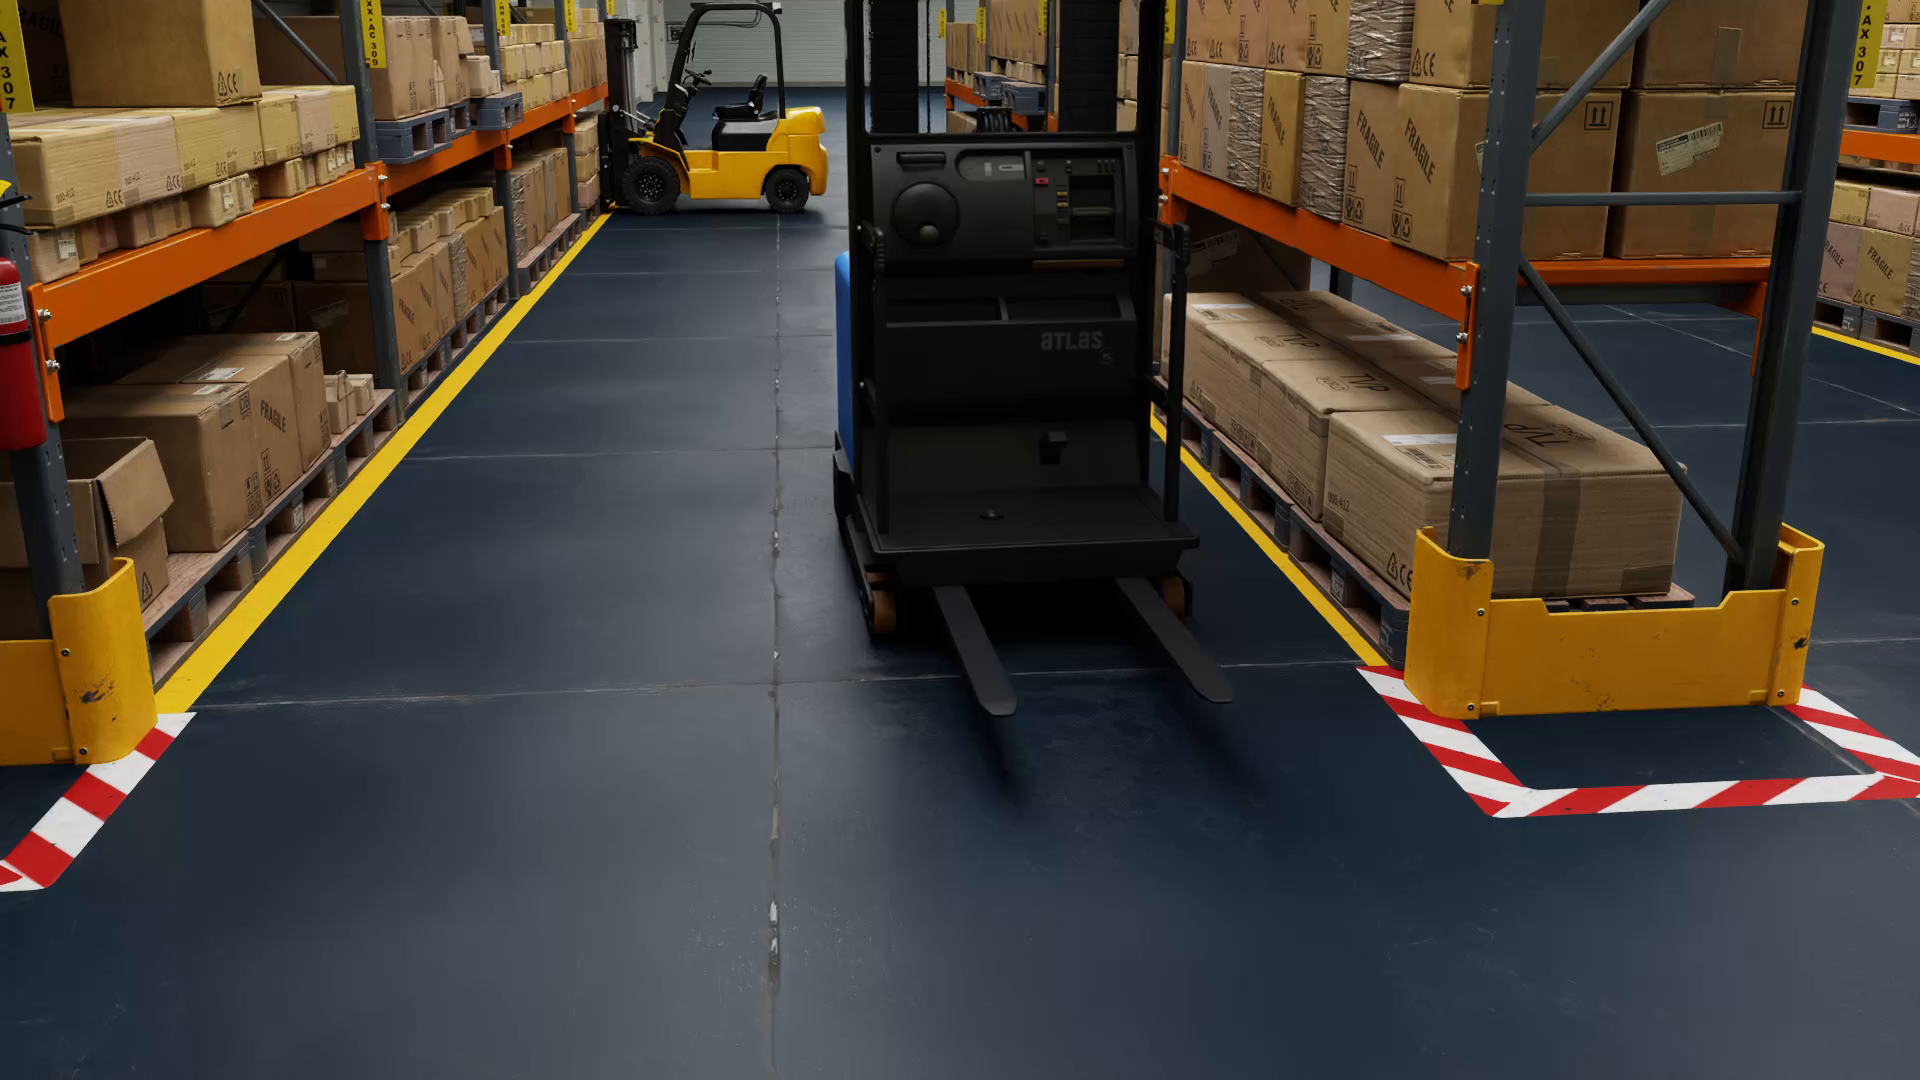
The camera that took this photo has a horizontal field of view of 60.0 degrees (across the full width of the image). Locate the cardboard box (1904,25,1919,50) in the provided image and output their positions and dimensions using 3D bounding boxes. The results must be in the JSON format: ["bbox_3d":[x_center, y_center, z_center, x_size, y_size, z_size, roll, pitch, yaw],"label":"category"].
[{"bbox_3d":[6.150,-3.130,10.363,0.380,0.149,0.250,-2,18,-7],"label":"cardboard box"}]

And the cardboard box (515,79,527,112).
[{"bbox_3d":[-3.624,-3.416,12.799,0.500,0.250,0.500,-2,18,-7],"label":"cardboard box"}]

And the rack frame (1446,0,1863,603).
[{"bbox_3d":[1.987,-0.968,4.754,1.000,3.000,0.127,-2,18,-6],"label":"rack frame"}]

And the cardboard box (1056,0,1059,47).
[{"bbox_3d":[0.970,-3.722,11.689,0.500,0.500,0.500,-2,18,-7],"label":"cardboard box"}]

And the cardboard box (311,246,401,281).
[{"bbox_3d":[-3.135,-1.438,8.639,0.380,0.149,0.250,-1,17,-3],"label":"cardboard box"}]

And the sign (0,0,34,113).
[{"bbox_3d":[-2.410,-1.244,4.186,0.100,0.325,0.005,-2,18,-6],"label":"sign"}]

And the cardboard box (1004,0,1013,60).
[{"bbox_3d":[0.666,-4.335,14.114,0.500,0.500,0.500,-2,18,-8],"label":"cardboard box"}]

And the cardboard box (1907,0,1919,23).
[{"bbox_3d":[10.286,-5.642,17.308,0.500,0.500,0.500,-2,18,-6],"label":"cardboard box"}]

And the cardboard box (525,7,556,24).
[{"bbox_3d":[-3.925,-4.992,15.825,0.380,0.149,0.250,-1,17,-5],"label":"cardboard box"}]

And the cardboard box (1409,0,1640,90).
[{"bbox_3d":[1.701,-1.629,5.023,0.500,0.500,0.500,-1,17,-4],"label":"cardboard box"}]

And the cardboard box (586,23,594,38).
[{"bbox_3d":[-4.129,-5.462,17.817,0.380,0.149,0.250,-2,18,-5],"label":"cardboard box"}]

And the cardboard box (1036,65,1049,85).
[{"bbox_3d":[0.795,-3.600,12.856,0.380,0.149,0.250,-2,17,-5],"label":"cardboard box"}]

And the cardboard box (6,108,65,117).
[{"bbox_3d":[-3.359,-1.314,5.610,0.500,0.250,0.500,-1,17,-4],"label":"cardboard box"}]

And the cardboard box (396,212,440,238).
[{"bbox_3d":[-3.388,-1.905,10.125,0.380,0.149,0.250,-2,18,-5],"label":"cardboard box"}]

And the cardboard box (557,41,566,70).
[{"bbox_3d":[-3.882,-4.418,15.157,0.500,0.250,0.500,-2,18,-7],"label":"cardboard box"}]

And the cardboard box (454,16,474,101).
[{"bbox_3d":[-3.423,-2.966,10.245,0.797,0.503,0.637,-2,18,-7],"label":"cardboard box"}]

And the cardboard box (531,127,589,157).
[{"bbox_3d":[-3.925,-3.908,16.339,0.500,0.250,0.500,-2,18,-6],"label":"cardboard box"}]

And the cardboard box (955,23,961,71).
[{"bbox_3d":[0.220,-5.469,18.427,0.500,0.500,0.500,-2,18,-7],"label":"cardboard box"}]

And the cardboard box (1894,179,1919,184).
[{"bbox_3d":[6.569,-2.248,11.049,0.500,0.250,0.500,-1,17,-4],"label":"cardboard box"}]

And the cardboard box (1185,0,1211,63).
[{"bbox_3d":[1.383,-2.536,7.909,0.500,0.500,0.500,-2,18,-5],"label":"cardboard box"}]

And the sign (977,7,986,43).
[{"bbox_3d":[0.211,-4.938,15.951,0.100,0.325,0.005,-2,18,-6],"label":"sign"}]

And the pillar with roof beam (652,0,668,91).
[{"bbox_3d":[-4.237,-17.279,46.691,9.100,9.000,0.400,-2,18,-6],"label":"pillar with roof beam"}]

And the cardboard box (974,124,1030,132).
[{"bbox_3d":[0.421,-3.958,16.913,0.500,0.500,0.500,-2,18,-6],"label":"cardboard box"}]

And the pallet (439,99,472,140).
[{"bbox_3d":[-3.570,-2.527,10.037,1.003,0.211,1.213,-2,18,-6],"label":"pallet"}]

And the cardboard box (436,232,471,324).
[{"bbox_3d":[-3.347,-1.626,10.322,0.500,0.500,0.500,-2,18,-8],"label":"cardboard box"}]

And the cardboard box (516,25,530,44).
[{"bbox_3d":[-3.658,-4.043,13.297,0.380,0.149,0.250,-1,17,-4],"label":"cardboard box"}]

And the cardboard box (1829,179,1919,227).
[{"bbox_3d":[6.051,-2.233,11.003,0.500,0.250,0.500,-3,18,-8],"label":"cardboard box"}]

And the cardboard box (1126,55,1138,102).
[{"bbox_3d":[1.228,-2.600,9.365,0.500,0.250,0.500,-1,17,-4],"label":"cardboard box"}]

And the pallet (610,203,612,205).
[{"bbox_3d":[-4.479,-4.024,19.142,1.003,0.211,1.213,-2,18,-6],"label":"pallet"}]

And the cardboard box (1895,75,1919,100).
[{"bbox_3d":[6.139,-2.845,10.449,0.380,0.149,0.250,-3,18,-8],"label":"cardboard box"}]

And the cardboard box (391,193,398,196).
[{"bbox_3d":[-4.030,-2.270,11.288,0.380,0.149,0.250,-1,17,-4],"label":"cardboard box"}]

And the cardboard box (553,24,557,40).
[{"bbox_3d":[-3.959,-4.849,15.866,0.380,0.149,0.250,-2,18,-7],"label":"cardboard box"}]

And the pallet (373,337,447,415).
[{"bbox_3d":[-3.484,-0.916,9.244,1.003,0.211,1.213,-2,18,-6],"label":"pallet"}]

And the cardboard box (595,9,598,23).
[{"bbox_3d":[-4.243,-5.830,18.493,0.380,0.149,0.250,-1,17,-4],"label":"cardboard box"}]

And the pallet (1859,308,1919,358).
[{"bbox_3d":[6.406,-1.245,10.289,1.003,0.211,1.213,-2,18,-6],"label":"pallet"}]

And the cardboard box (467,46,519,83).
[{"bbox_3d":[-3.553,-3.505,12.249,0.500,0.250,0.500,-2,18,-6],"label":"cardboard box"}]

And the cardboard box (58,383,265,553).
[{"bbox_3d":[-2.968,-0.263,5.978,0.700,0.500,0.500,-1,17,-3],"label":"cardboard box"}]

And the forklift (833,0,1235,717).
[{"bbox_3d":[0.191,-1.181,5.545,1.130,2.935,3.031,-3,18,-8],"label":"forklift"}]

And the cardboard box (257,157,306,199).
[{"bbox_3d":[-2.924,-1.491,6.837,0.380,0.149,0.250,-2,18,-6],"label":"cardboard box"}]

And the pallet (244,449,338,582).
[{"bbox_3d":[-3.163,-0.106,6.663,1.003,0.211,1.213,-2,18,-6],"label":"pallet"}]

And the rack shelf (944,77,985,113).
[{"bbox_3d":[0.543,-4.796,18.148,1.077,0.370,4.000,-2,18,-6],"label":"rack shelf"}]

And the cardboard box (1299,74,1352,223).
[{"bbox_3d":[1.575,-1.455,6.135,0.500,0.500,0.500,-1,17,-4],"label":"cardboard box"}]

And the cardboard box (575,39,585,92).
[{"bbox_3d":[-4.044,-4.732,16.574,0.500,0.500,0.500,-1,17,-5],"label":"cardboard box"}]

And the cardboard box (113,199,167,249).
[{"bbox_3d":[-2.810,-1.029,5.367,0.380,0.149,0.250,-1,17,-4],"label":"cardboard box"}]

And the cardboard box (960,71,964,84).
[{"bbox_3d":[0.193,-5.198,18.647,0.380,0.149,0.250,-1,17,-4],"label":"cardboard box"}]

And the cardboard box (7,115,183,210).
[{"bbox_3d":[-2.781,-1.178,5.175,0.500,0.250,0.500,-2,17,-5],"label":"cardboard box"}]

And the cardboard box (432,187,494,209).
[{"bbox_3d":[-3.472,-2.375,11.624,0.380,0.149,0.250,-3,18,-8],"label":"cardboard box"}]

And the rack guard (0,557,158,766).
[{"bbox_3d":[-2.958,0.356,4.708,1.175,0.500,0.348,-2,18,-6],"label":"rack guard"}]

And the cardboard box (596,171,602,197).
[{"bbox_3d":[-4.044,-3.735,17.457,0.500,0.250,0.500,-1,17,-5],"label":"cardboard box"}]

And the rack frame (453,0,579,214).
[{"bbox_3d":[-4.187,-4.389,15.650,1.000,3.000,0.127,-2,18,-6],"label":"rack frame"}]

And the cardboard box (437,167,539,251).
[{"bbox_3d":[-3.901,-2.645,13.359,0.875,0.625,0.625,-1,17,-4],"label":"cardboard box"}]

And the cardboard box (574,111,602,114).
[{"bbox_3d":[-4.242,-4.819,19.239,0.500,0.250,0.500,-1,17,-4],"label":"cardboard box"}]
